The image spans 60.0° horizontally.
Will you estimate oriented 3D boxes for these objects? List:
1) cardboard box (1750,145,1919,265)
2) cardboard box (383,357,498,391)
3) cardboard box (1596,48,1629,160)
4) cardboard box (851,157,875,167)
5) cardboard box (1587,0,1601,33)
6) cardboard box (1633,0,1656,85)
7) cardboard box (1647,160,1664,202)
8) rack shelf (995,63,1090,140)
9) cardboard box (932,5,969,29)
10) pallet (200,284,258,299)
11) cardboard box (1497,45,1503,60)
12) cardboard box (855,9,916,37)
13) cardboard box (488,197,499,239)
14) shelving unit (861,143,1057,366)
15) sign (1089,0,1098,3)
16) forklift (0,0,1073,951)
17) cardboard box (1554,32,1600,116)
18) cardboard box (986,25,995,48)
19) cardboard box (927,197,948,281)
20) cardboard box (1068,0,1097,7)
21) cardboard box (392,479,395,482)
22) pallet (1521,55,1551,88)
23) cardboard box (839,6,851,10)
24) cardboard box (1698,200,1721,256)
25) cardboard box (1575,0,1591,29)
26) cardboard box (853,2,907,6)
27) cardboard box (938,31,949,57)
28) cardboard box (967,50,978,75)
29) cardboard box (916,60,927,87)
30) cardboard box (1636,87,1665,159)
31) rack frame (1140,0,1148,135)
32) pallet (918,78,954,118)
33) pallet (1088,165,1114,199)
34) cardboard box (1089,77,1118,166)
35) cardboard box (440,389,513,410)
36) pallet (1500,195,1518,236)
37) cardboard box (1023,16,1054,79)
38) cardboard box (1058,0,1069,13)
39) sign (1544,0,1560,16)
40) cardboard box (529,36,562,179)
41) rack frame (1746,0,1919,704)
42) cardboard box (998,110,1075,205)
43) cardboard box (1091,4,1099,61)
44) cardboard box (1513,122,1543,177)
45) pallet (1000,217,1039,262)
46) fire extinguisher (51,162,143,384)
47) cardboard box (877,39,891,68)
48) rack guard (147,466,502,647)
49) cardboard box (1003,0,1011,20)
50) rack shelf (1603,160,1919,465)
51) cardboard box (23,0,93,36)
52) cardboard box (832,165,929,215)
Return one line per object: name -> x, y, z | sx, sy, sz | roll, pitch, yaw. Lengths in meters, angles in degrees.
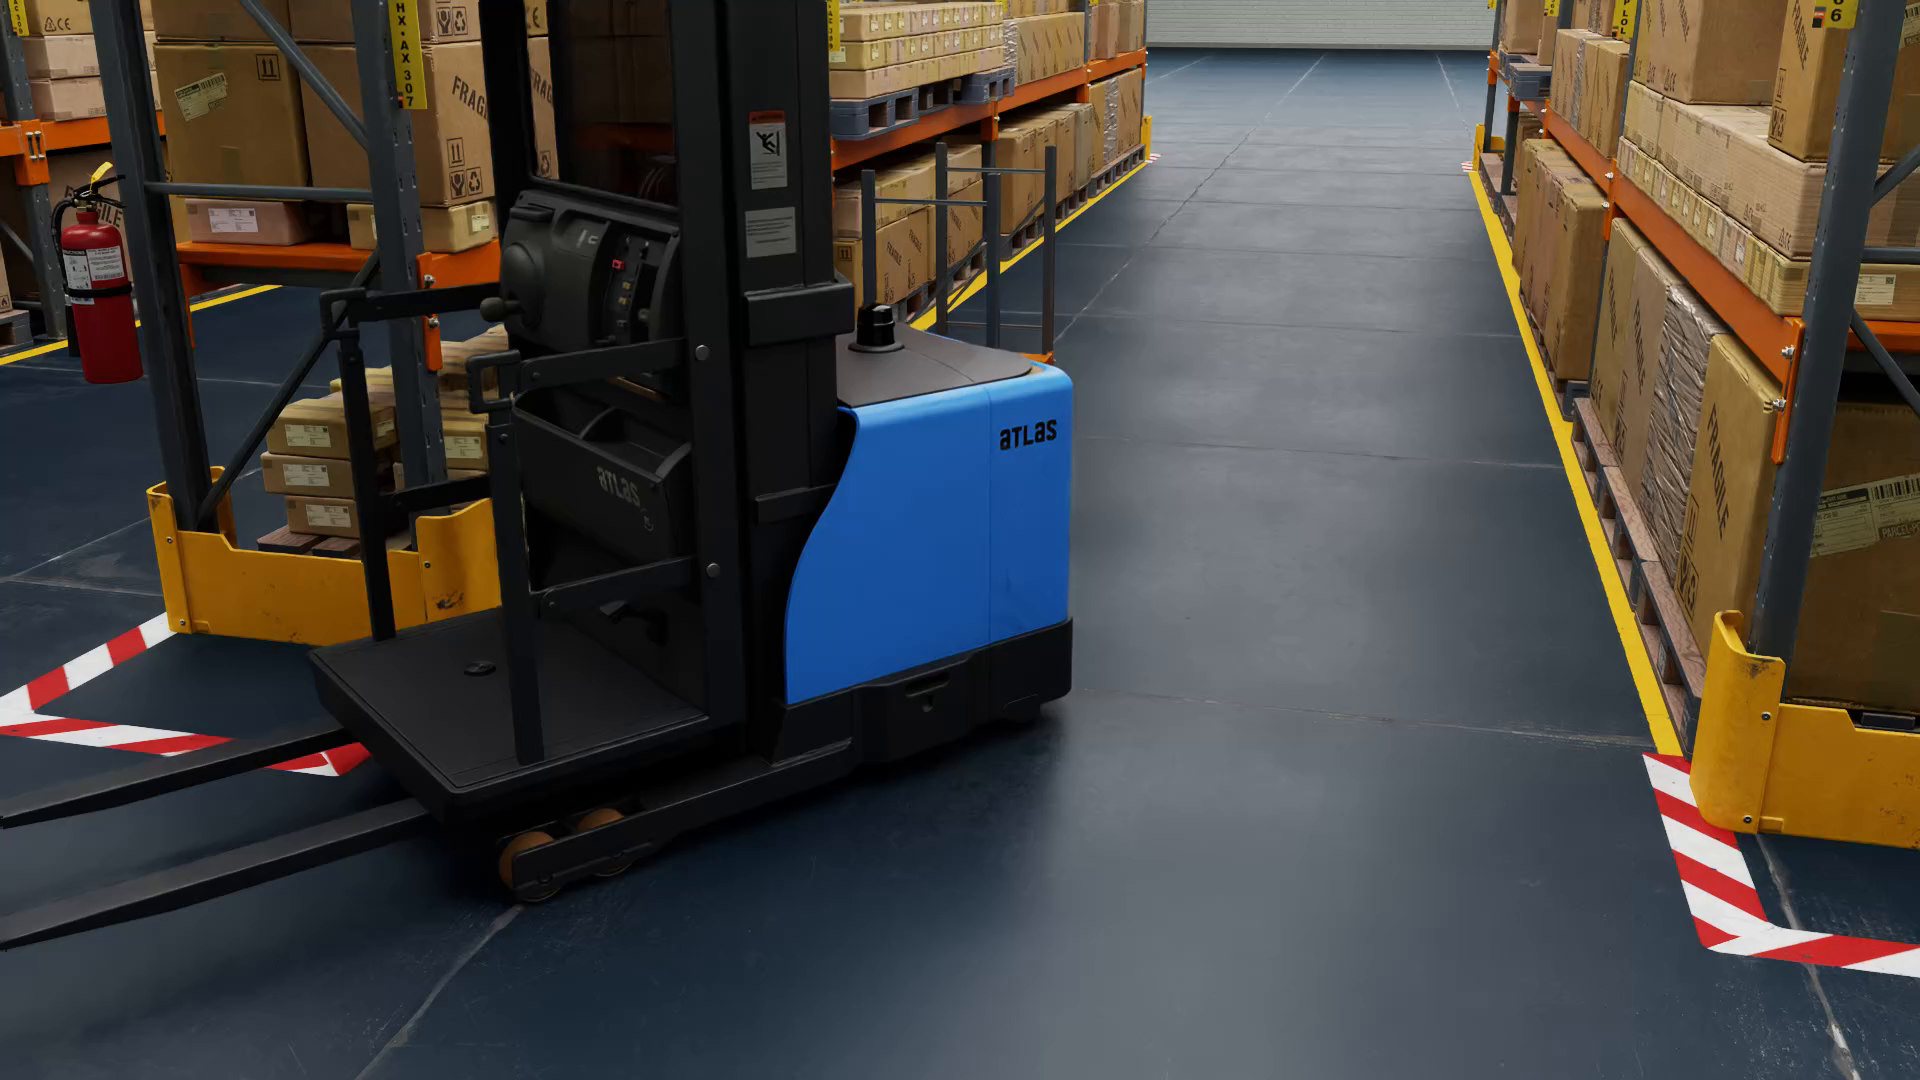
cardboard box -> 2.465, -0.908, 4.476 | 0.500, 0.250, 0.500 | 4, 19, 13
cardboard box -> -2.115, -0.647, 6.782 | 0.380, 0.149, 0.250 | 4, 19, 11
cardboard box -> 3.431, -2.134, 8.141 | 0.500, 0.500, 0.500 | 5, 19, 14
cardboard box -> -0.887, -2.457, 11.296 | 0.500, 0.250, 0.500 | 5, 19, 14
cardboard box -> 4.364, -3.467, 10.490 | 0.797, 0.503, 0.637 | 5, 20, 15
cardboard box -> 3.217, -2.214, 7.139 | 0.500, 0.500, 0.500 | 5, 19, 13
cardboard box -> 2.934, -1.406, 6.551 | 0.380, 0.149, 0.250 | 4, 19, 13
rack shelf -> 0.262, -3.882, 14.526 | 1.077, 0.370, 4.000 | 5, 19, 13
cardboard box -> -0.155, -3.448, 10.960 | 0.380, 0.149, 0.250 | 5, 19, 13
pallet -> -5.617, -2.013, 12.255 | 1.003, 0.211, 1.213 | 5, 19, 13
cardboard box -> 5.752, -5.028, 17.157 | 0.380, 0.149, 0.250 | 5, 19, 13
cardboard box -> -0.471, -3.037, 9.756 | 0.380, 0.149, 0.250 | 4, 19, 13
cardboard box -> -1.762, -1.128, 5.739 | 0.380, 0.149, 0.250 | 5, 20, 15
shelving unit -> 0.019, -0.734, 6.515 | 0.587, 1.500, 1.083 | 5, 19, 13
sign -> 1.280, -5.320, 15.954 | 0.100, 0.325, 0.005 | 5, 19, 13
forklift -> -1.131, -0.691, 4.177 | 3.031, 2.935, 1.130 | -14, 23, -36
cardboard box -> 4.052, -2.927, 10.462 | 0.500, 0.500, 0.500 | 4, 19, 12
cardboard box -> 0.031, -3.542, 11.695 | 0.380, 0.149, 0.250 | 5, 20, 15
cardboard box -> -0.377, -2.055, 11.282 | 0.500, 0.500, 0.500 | 4, 19, 11
cardboard box -> 0.875, -5.545, 16.377 | 0.875, 0.550, 0.550 | 5, 19, 13
cardboard box -> -2.290, -0.208, 6.417 | 0.380, 0.149, 0.250 | 5, 20, 15
pallet -> 5.003, -3.705, 13.192 | 1.003, 0.211, 1.213 | 5, 19, 13
cardboard box -> -0.911, -3.338, 10.638 | 0.380, 0.149, 0.250 | 4, 19, 13
cardboard box -> 2.620, -1.004, 5.375 | 0.380, 0.149, 0.250 | 4, 19, 12
cardboard box -> 4.652, -3.591, 11.756 | 0.500, 0.500, 0.500 | 2, 19, 7
cardboard box -> -0.590, -3.743, 11.825 | 0.380, 0.149, 0.250 | 4, 19, 12
cardboard box -> -0.281, -3.140, 10.520 | 0.380, 0.149, 0.250 | 4, 19, 12
cardboard box -> -0.090, -3.249, 11.297 | 0.380, 0.149, 0.250 | 4, 19, 13
cardboard box -> -0.410, -2.833, 10.080 | 0.380, 0.149, 0.250 | 4, 19, 11
cardboard box -> 3.086, -1.707, 6.815 | 0.500, 0.250, 0.500 | 5, 19, 13
rack frame -> 1.728, -6.103, 19.916 | 1.000, 3.000, 0.127 | 5, 19, 13
pallet -> -0.670, -2.881, 10.780 | 1.003, 0.211, 1.213 | 5, 19, 13
pallet -> 1.013, -3.762, 17.376 | 1.003, 0.211, 1.213 | 5, 19, 13
cardboard box -> 1.189, -4.517, 17.910 | 0.875, 0.875, 0.875 | 5, 19, 14
cardboard box -> -1.773, -0.453, 6.213 | 0.380, 0.149, 0.250 | 5, 19, 14
pallet -> 5.347, -2.863, 14.742 | 1.003, 0.211, 1.213 | 5, 19, 13
cardboard box -> 0.514, -4.236, 14.295 | 0.500, 0.500, 0.500 | 4, 19, 13
cardboard box -> 0.636, -5.214, 15.611 | 0.700, 0.500, 0.500 | 4, 19, 12
sign -> 4.030, -3.723, 11.278 | 0.100, 0.325, 0.005 | 5, 19, 13
cardboard box -> -1.697, -1.565, 6.014 | 0.500, 0.500, 0.500 | 5, 19, 13
rack frame -> 2.604, -0.665, 3.994 | 1.000, 3.000, 0.127 | 5, 19, 13
cardboard box -> 0.447, -3.480, 15.066 | 1.050, 0.750, 0.750 | 5, 19, 13
cardboard box -> 0.942, -5.211, 17.072 | 0.875, 0.550, 0.550 | 5, 19, 13
cardboard box -> 5.881, -3.945, 16.815 | 0.500, 0.500, 0.500 | 3, 19, 9
pallet -> 0.040, -2.517, 13.732 | 1.003, 0.211, 1.213 | 5, 19, 13
fire extinguisher -> -2.690, -0.833, 5.182 | 0.296, 0.674, 0.183 | 5, 19, 13
cardboard box -> -0.600, -2.731, 9.322 | 0.380, 0.149, 0.250 | 4, 19, 12
rack guard -> -2.162, 0.071, 5.707 | 1.175, 0.500, 0.348 | 5, 19, 13
cardboard box -> 0.015, -4.415, 13.271 | 0.700, 0.500, 0.500 | 4, 19, 13
rack shelf -> 3.093, -0.952, 5.946 | 1.077, 0.370, 4.000 | 5, 19, 13
cardboard box -> -5.642, -3.337, 10.115 | 0.500, 0.500, 0.500 | 5, 19, 14
cardboard box -> -0.510, -2.250, 10.692 | 0.500, 0.250, 0.500 | 5, 20, 15
